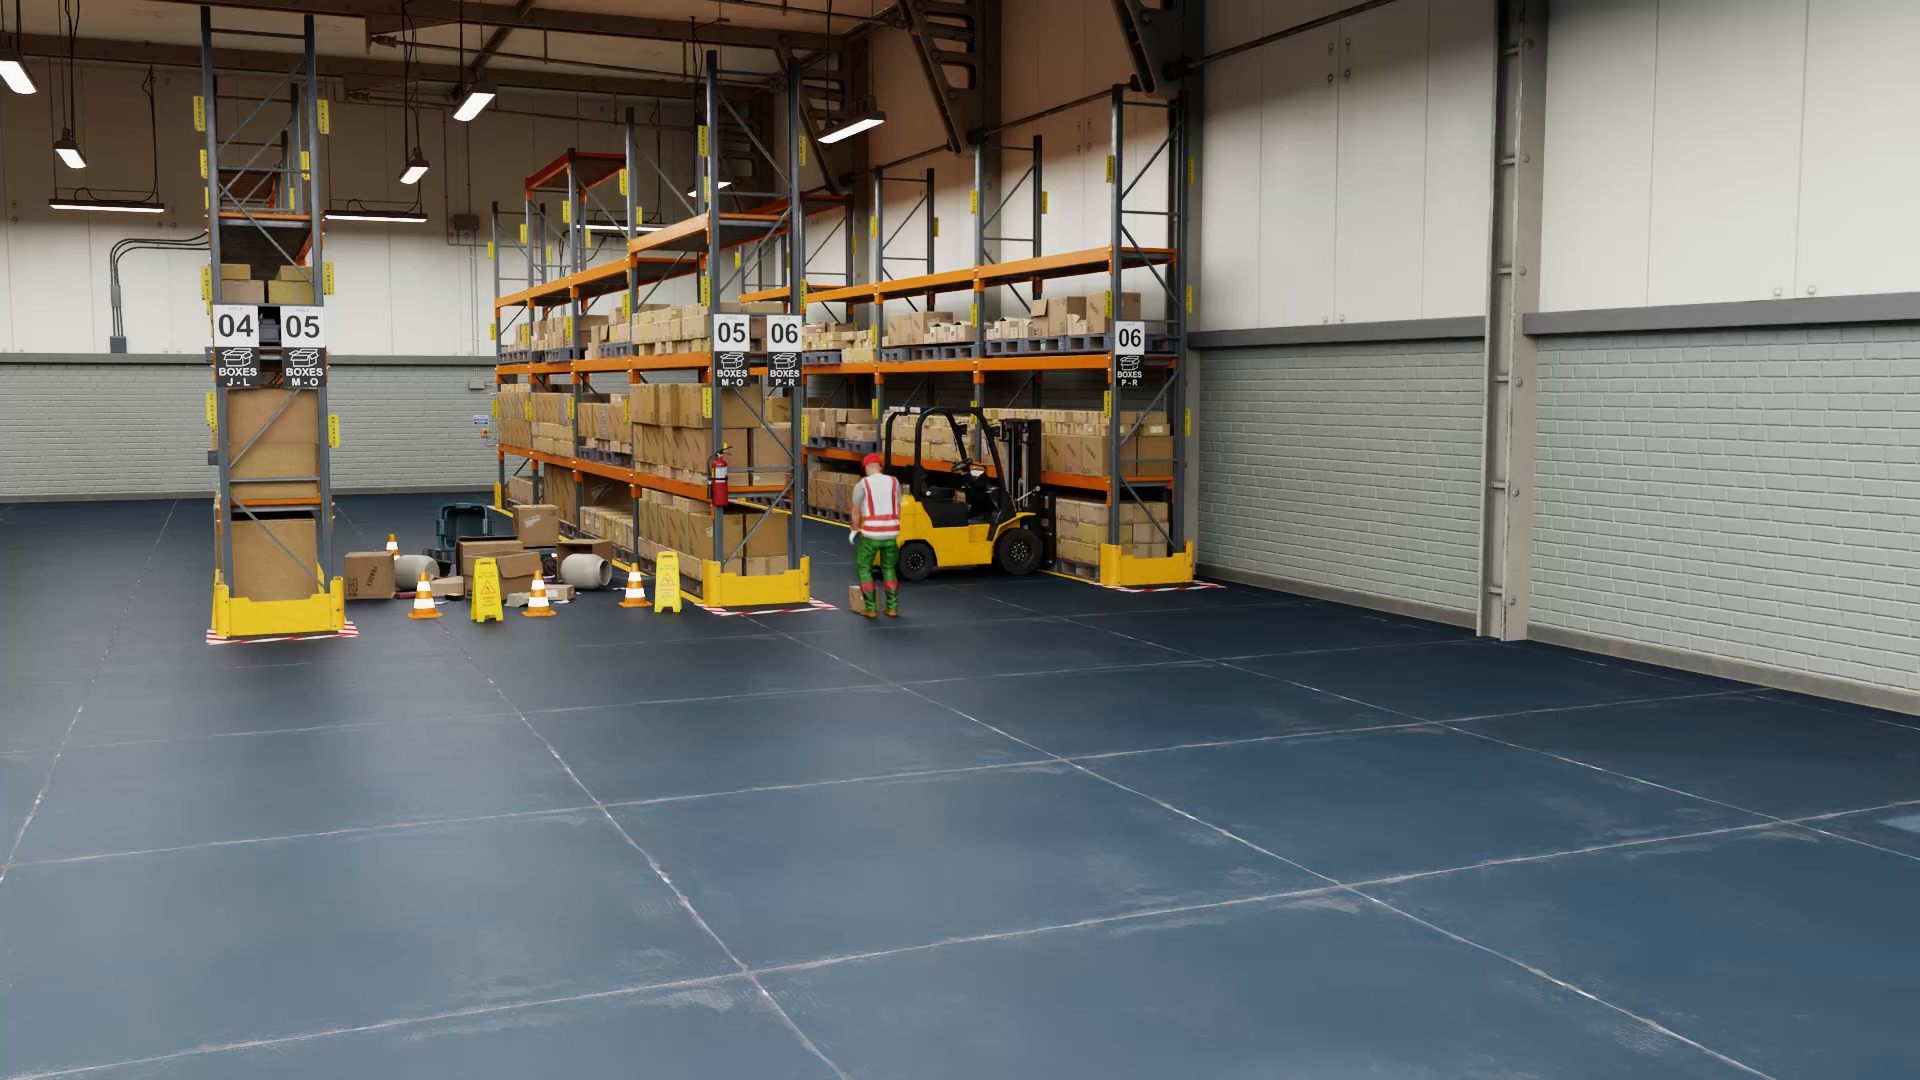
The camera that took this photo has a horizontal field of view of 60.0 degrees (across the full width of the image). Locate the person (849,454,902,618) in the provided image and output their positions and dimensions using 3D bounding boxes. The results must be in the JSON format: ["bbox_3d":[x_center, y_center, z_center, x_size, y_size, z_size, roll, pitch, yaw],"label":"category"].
[{"bbox_3d":[-0.890,-0.051,17.546,0.551,1.713,0.496,-2,6,-22],"label":"person"}]
